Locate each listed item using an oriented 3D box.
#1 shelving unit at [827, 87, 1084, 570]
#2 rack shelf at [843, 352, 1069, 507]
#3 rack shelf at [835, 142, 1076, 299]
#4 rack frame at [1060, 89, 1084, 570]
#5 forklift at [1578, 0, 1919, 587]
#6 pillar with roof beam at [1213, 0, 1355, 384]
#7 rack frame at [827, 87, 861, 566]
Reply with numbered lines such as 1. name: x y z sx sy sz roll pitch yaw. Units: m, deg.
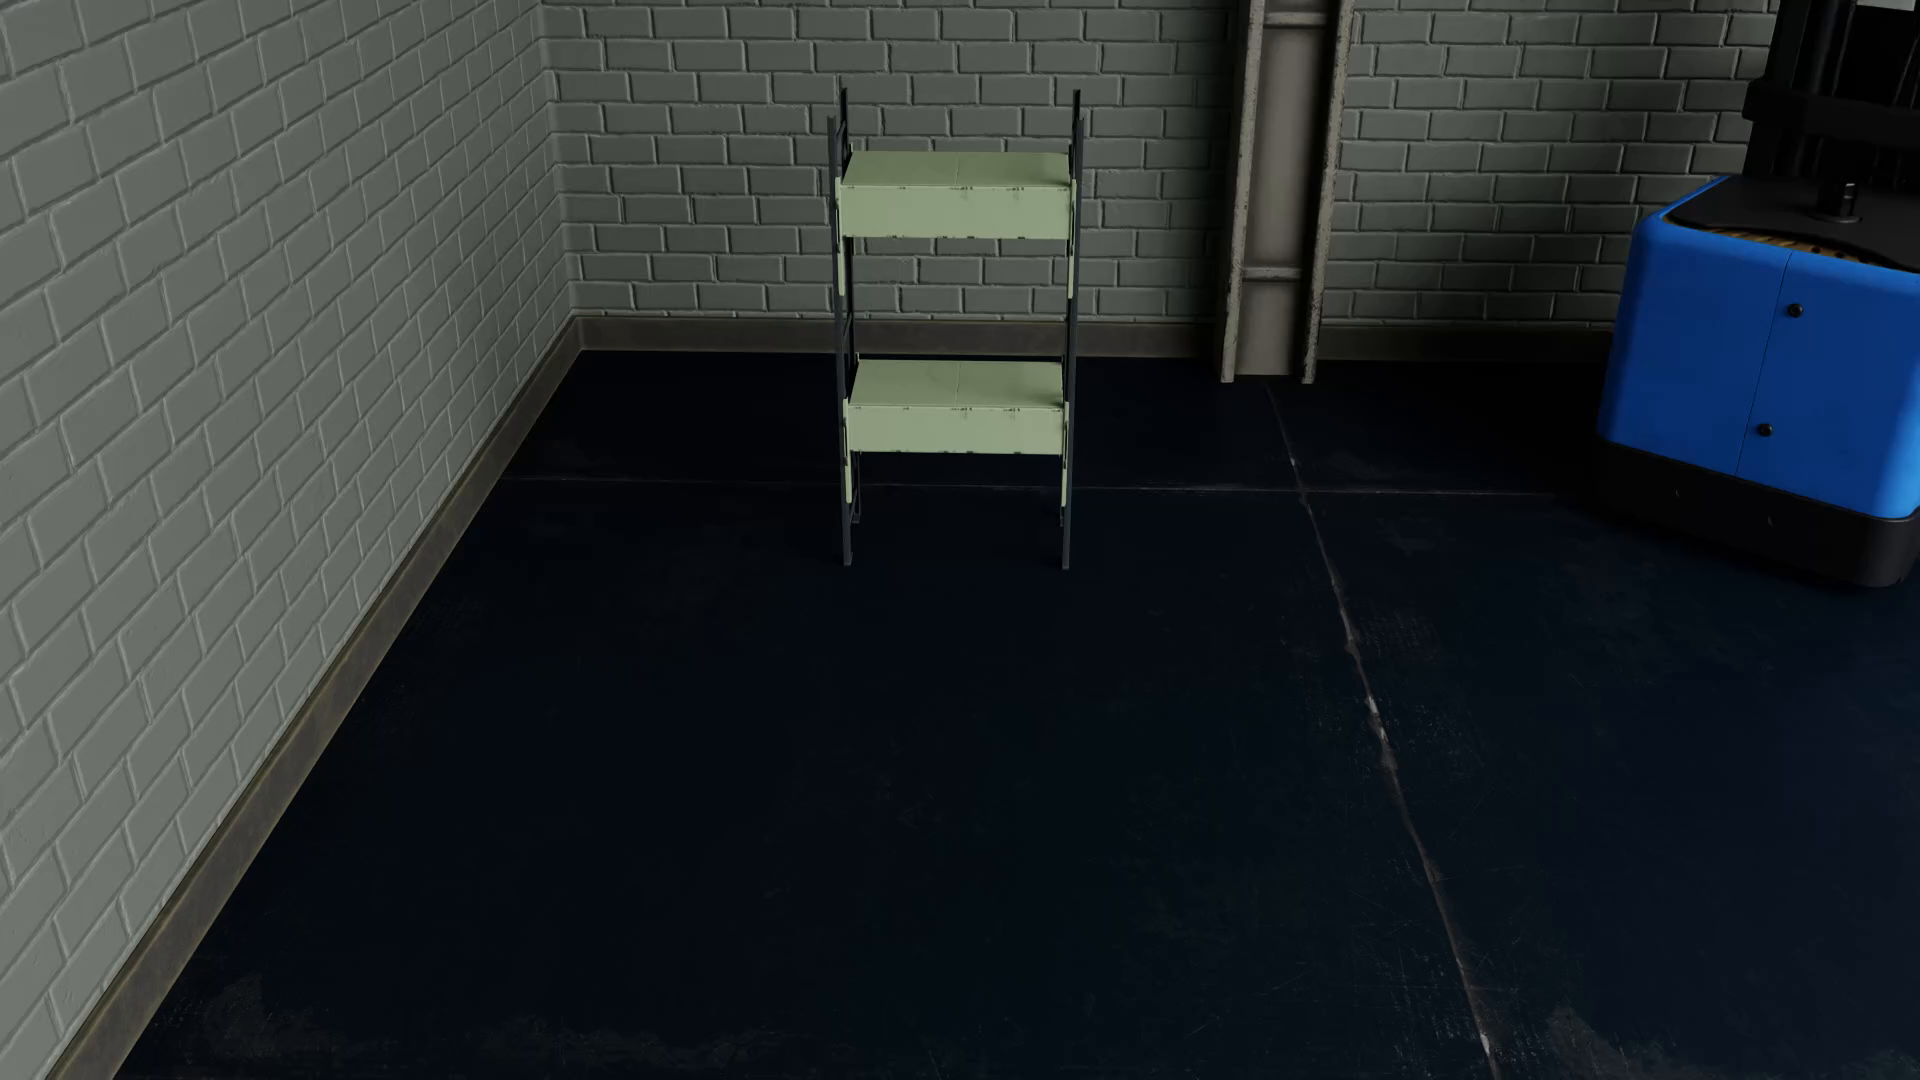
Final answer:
1. shelving unit: -0.007 -0.663 5.399 0.755 1.500 0.431 1 28 2
2. rack shelf: -0.007 -0.375 5.552 0.720 0.370 0.431 1 28 2
3. rack shelf: -0.007 -1.008 5.216 0.720 0.370 0.431 1 28 2
4. rack frame: 0.359 -0.657 5.388 0.023 1.500 0.400 1 28 2
5. forklift: 3.556 -1.750 5.922 1.130 2.935 3.031 23 35 36
6. pillar with roof beam: 1.145 -2.694 1.225 0.400 9.000 9.100 1 28 2
7. rack frame: -0.372 -0.669 5.410 0.023 1.500 0.400 1 28 2
